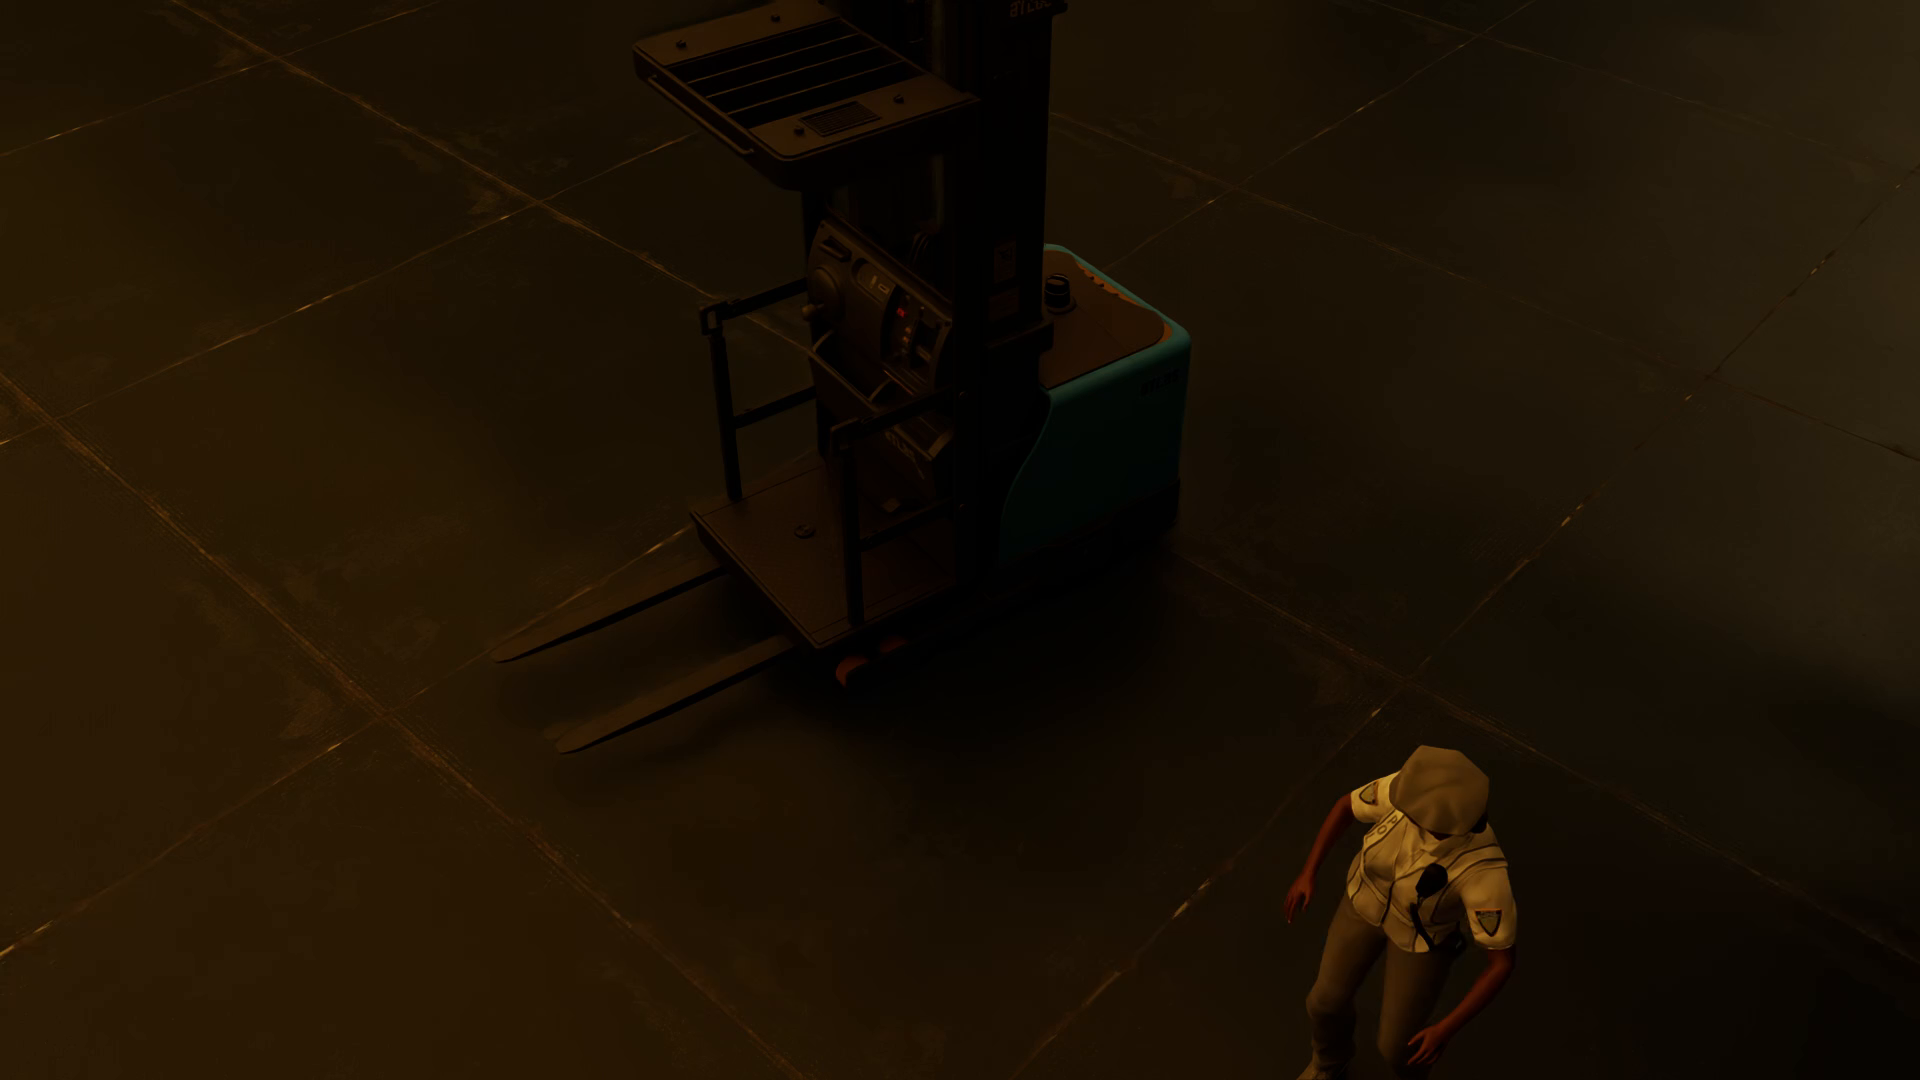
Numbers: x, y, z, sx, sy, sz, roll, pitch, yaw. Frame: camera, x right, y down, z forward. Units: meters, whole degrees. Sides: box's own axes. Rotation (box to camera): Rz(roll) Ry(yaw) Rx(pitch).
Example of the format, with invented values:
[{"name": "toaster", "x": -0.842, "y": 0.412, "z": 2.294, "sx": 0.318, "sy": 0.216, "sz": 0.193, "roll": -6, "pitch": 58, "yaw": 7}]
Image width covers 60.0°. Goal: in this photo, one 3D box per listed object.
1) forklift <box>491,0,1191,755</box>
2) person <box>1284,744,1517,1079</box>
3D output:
[{"name": "forklift", "x": -0.494, "y": -0.871, "z": 6.443, "sx": 3.031, "sy": 2.935, "sz": 1.130, "roll": -25, "pitch": 47, "yaw": -26}, {"name": "person", "x": 1.314, "y": 1.237, "z": 5.029, "sx": 0.577, "sy": 1.630, "sz": 0.691, "roll": -32, "pitch": 50, "yaw": -31}]
